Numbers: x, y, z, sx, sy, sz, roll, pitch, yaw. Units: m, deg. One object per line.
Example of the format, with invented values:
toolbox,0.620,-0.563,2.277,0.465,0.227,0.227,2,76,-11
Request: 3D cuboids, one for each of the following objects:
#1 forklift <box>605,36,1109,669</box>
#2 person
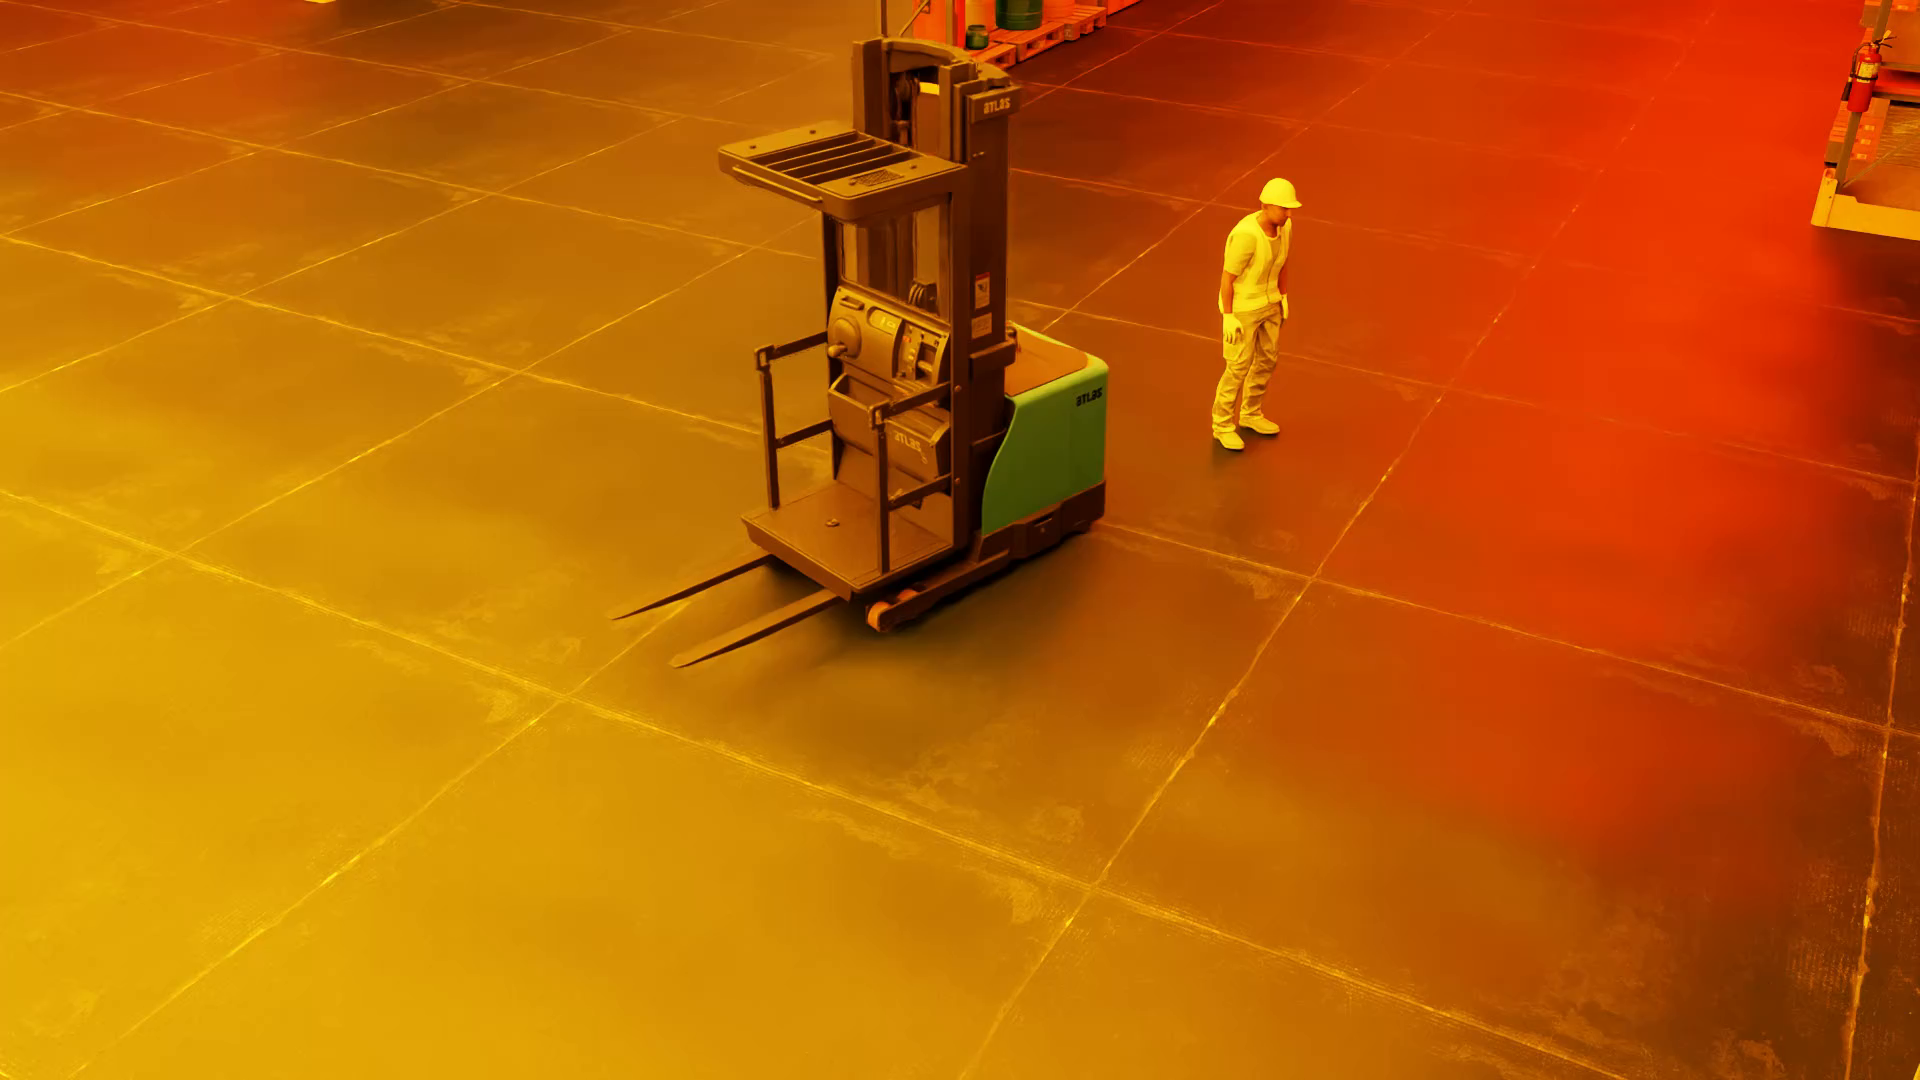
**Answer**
forklift,-0.547,-1.059,8.905,3.031,2.935,1.130,-24,38,-36
person,1.928,-1.492,10.820,0.617,1.772,0.453,-23,37,-34
